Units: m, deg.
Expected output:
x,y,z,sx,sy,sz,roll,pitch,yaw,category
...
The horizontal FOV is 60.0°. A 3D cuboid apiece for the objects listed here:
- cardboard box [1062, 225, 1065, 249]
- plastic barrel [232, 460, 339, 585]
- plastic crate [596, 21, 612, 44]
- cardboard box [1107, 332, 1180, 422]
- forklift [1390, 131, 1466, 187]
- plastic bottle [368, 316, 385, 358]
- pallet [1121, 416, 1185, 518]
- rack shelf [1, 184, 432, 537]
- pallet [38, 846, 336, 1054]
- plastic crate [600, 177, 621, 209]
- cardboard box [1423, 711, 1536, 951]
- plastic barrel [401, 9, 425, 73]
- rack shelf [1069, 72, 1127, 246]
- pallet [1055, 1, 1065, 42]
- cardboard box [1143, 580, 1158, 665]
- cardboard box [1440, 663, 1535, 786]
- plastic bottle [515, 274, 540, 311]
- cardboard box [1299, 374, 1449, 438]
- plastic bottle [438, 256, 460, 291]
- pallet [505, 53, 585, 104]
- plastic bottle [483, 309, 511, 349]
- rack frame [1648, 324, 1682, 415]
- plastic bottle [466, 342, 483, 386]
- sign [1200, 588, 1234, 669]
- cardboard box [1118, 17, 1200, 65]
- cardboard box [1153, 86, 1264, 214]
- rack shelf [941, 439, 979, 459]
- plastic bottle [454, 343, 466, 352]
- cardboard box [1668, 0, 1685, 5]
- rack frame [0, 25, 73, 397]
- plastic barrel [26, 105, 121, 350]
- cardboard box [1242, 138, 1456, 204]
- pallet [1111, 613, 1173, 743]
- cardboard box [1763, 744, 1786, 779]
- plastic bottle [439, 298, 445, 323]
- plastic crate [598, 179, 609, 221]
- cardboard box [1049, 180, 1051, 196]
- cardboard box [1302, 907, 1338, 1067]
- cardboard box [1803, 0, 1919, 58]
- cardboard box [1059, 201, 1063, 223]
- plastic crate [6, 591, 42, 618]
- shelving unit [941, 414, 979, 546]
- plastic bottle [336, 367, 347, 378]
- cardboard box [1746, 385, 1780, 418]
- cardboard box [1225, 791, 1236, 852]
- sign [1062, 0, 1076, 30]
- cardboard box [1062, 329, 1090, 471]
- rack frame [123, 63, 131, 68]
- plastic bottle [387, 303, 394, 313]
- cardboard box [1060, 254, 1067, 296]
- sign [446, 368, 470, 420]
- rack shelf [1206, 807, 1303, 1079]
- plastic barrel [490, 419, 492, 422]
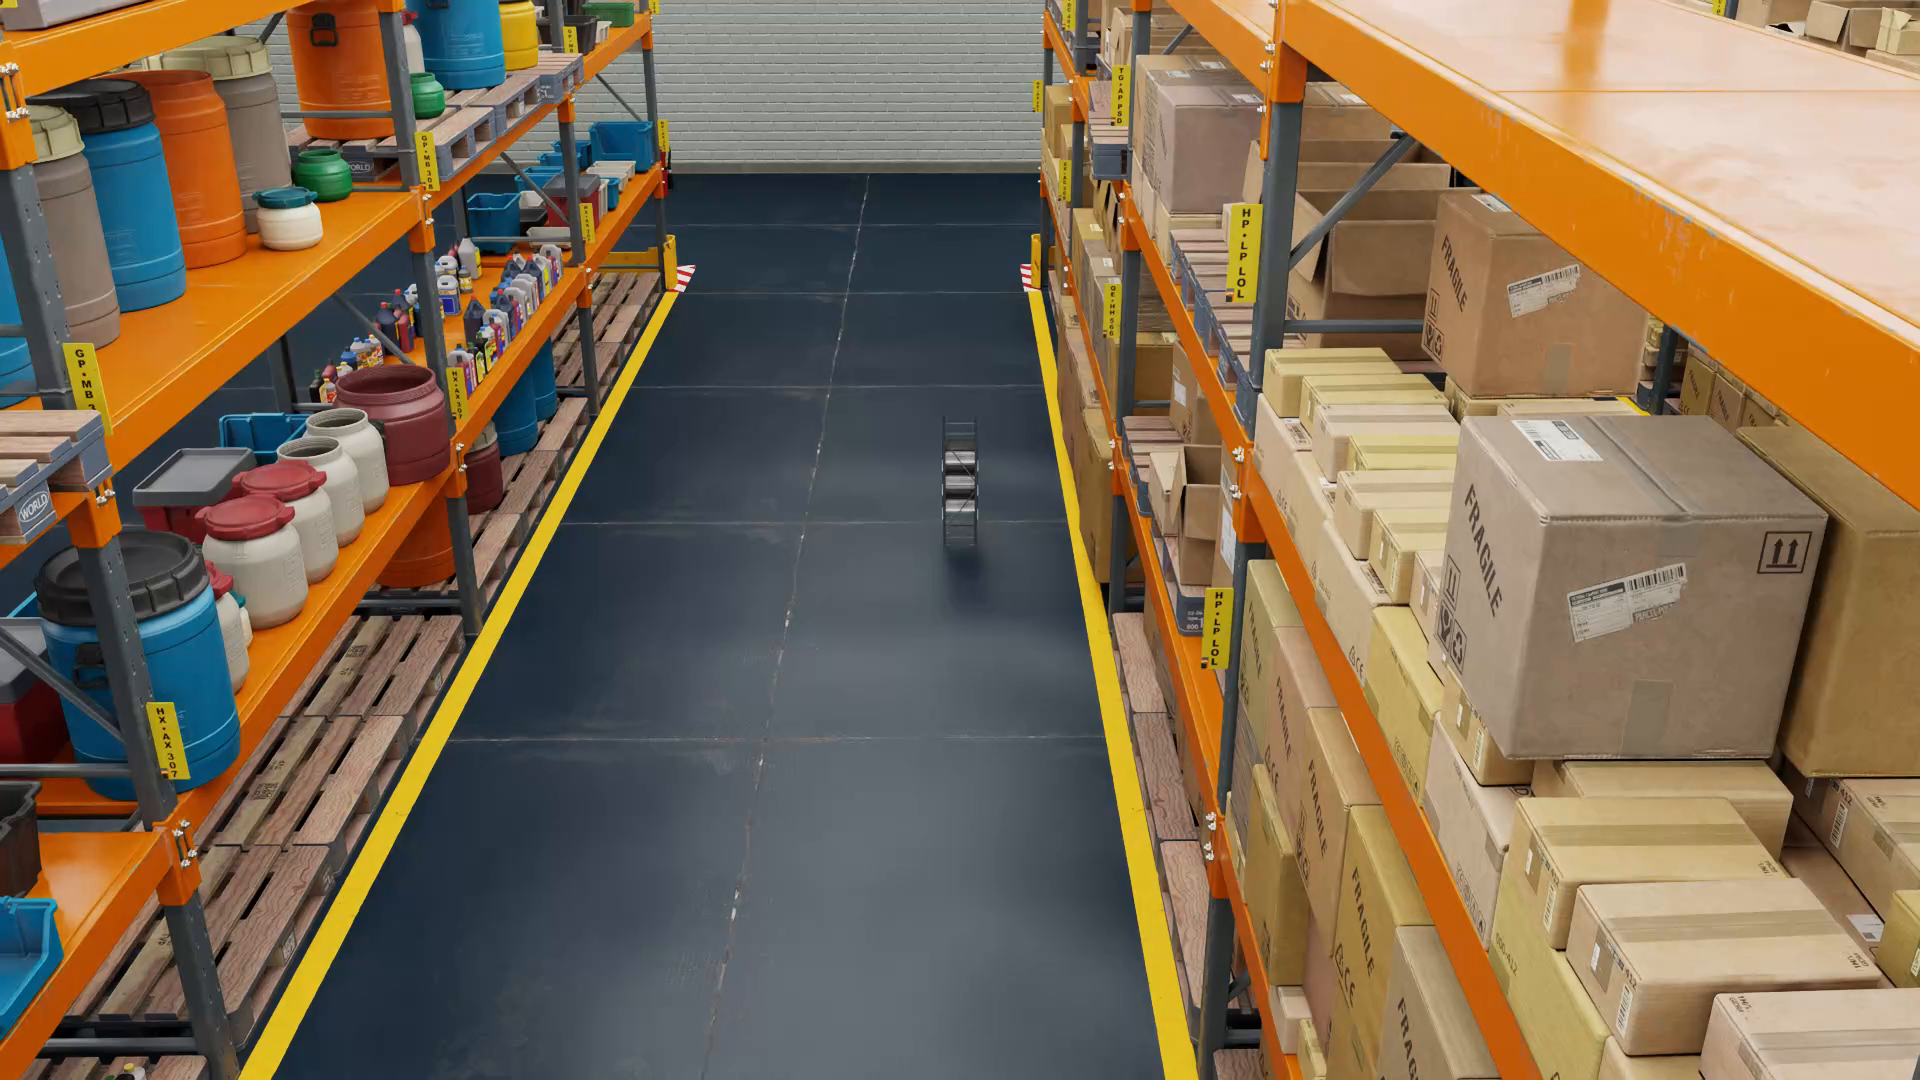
x,y,z,sx,sy,sz,roll,pitch,yaw,category
1.061,-2.568,14.093,0.380,0.149,0.250,0,24,0,cardboard box
-3.275,-0.071,8.102,0.433,0.535,0.433,0,24,0,plastic barrel
-3.331,-4.474,14.683,0.437,0.136,0.530,0,24,-1,plastic crate
1.185,-1.052,10.314,0.500,0.500,0.500,0,24,1,cardboard box
3.308,-2.024,12.669,1.130,2.935,3.031,-2,24,-4,forklift
-3.958,-1.364,11.268,0.061,0.283,0.133,0,24,-1,plastic bottle
1.552,-0.423,9.279,1.213,0.211,1.003,0,24,-1,pallet
-3.493,-0.997,7.546,1.077,0.370,4.000,0,24,-1,rack shelf
-3.518,1.814,7.484,1.003,0.211,1.213,0,24,-1,pallet
-3.323,-3.184,15.281,0.416,0.233,0.300,0,24,-1,plastic crate
1.261,0.580,3.370,0.500,0.250,0.500,0,24,1,cardboard box
-3.685,-3.132,10.719,0.433,0.535,0.433,0,24,0,plastic barrel
1.416,-2.667,11.240,1.077,0.370,4.000,0,24,-1,rack shelf
1.386,-4.617,14.786,1.003,0.211,1.213,0,24,-1,pallet
1.465,0.411,9.702,0.700,0.500,0.500,-2,24,-3,cardboard box
1.203,0.363,3.365,0.380,0.149,0.250,-1,24,-3,cardboard box
-3.221,-1.854,12.360,0.152,0.276,0.135,0,24,-1,plastic bottle
1.248,-0.391,5.033,0.380,0.149,0.250,-1,24,-3,cardboard box
-3.930,-2.030,12.749,0.152,0.276,0.135,0,24,-1,plastic bottle
-3.452,-3.388,12.190,1.213,0.211,1.003,0,24,-1,pallet
-3.211,-1.476,11.525,0.152,0.276,0.135,0,24,-1,plastic bottle
6.355,-2.433,13.489,1.000,3.000,0.127,0,24,-1,rack frame
-3.157,-1.154,10.804,0.061,0.283,0.133,0,24,-1,plastic bottle
0.927,0.321,5.996,0.100,0.325,0.005,0,24,-1,sign
1.262,-3.014,10.503,0.500,0.500,0.500,1,24,2,cardboard box
1.200,-1.833,7.795,0.500,0.500,0.500,-1,24,-2,cardboard box
0.000,-0.629,11.474,0.258,0.077,0.200,0,24,-1,rack shelf
-3.236,-1.141,10.789,0.097,0.271,0.097,0,24,0,plastic bottle
6.102,-4.363,13.691,0.500,0.250,0.500,-1,24,-3,cardboard box
-3.471,-1.867,4.958,1.000,3.000,0.127,0,24,-1,rack frame
-3.701,-1.207,6.530,0.600,0.901,0.600,0,24,0,plastic barrel
1.565,-1.343,6.805,0.797,0.503,0.637,1,24,2,cardboard box
1.445,0.789,9.750,1.003,0.211,1.213,0,24,-1,pallet
1.773,0.362,3.368,0.380,0.149,0.250,-1,24,-3,cardboard box
-3.797,-1.678,12.061,0.097,0.201,0.097,0,24,0,plastic bottle
-3.391,-3.033,14.888,0.437,0.282,0.530,0,24,-1,plastic crate
1.041,-3.308,15.730,0.380,0.149,0.250,-1,24,-1,cardboard box
1.501,1.261,4.840,0.875,0.500,0.500,0,24,-1,cardboard box
6.241,-3.401,11.355,0.797,0.503,0.637,-1,24,-1,cardboard box
1.119,-2.913,14.373,0.500,0.250,0.500,0,24,1,cardboard box
-3.794,0.421,7.199,0.392,0.384,0.575,0,24,-1,plastic crate
0.000,-0.413,11.572,0.258,0.900,0.210,0,24,-1,shelving unit
-3.931,-0.999,10.559,0.097,0.201,0.097,0,24,0,plastic bottle
6.109,-1.092,12.138,0.500,0.250,0.500,1,24,1,cardboard box
1.183,1.049,6.096,0.380,0.149,0.250,0,24,-1,cardboard box
0.840,-4.087,12.784,0.100,0.325,0.005,0,24,-1,sign
1.432,-1.044,12.486,1.225,0.875,0.875,-1,24,-2,cardboard box
-8.555,-4.057,17.081,1.000,3.000,0.127,0,24,-1,rack frame
-3.961,-1.495,11.558,0.061,0.283,0.133,0,24,-1,plastic bottle
1.448,-2.685,16.116,0.875,0.875,0.875,0,24,-1,cardboard box
-2.964,-0.861,9.817,0.100,0.325,0.005,0,24,-1,sign
1.504,1.996,4.569,1.077,0.370,4.000,0,24,-1,rack shelf
-3.645,-0.739,12.253,0.421,0.512,0.421,0,24,0,plastic barrel
